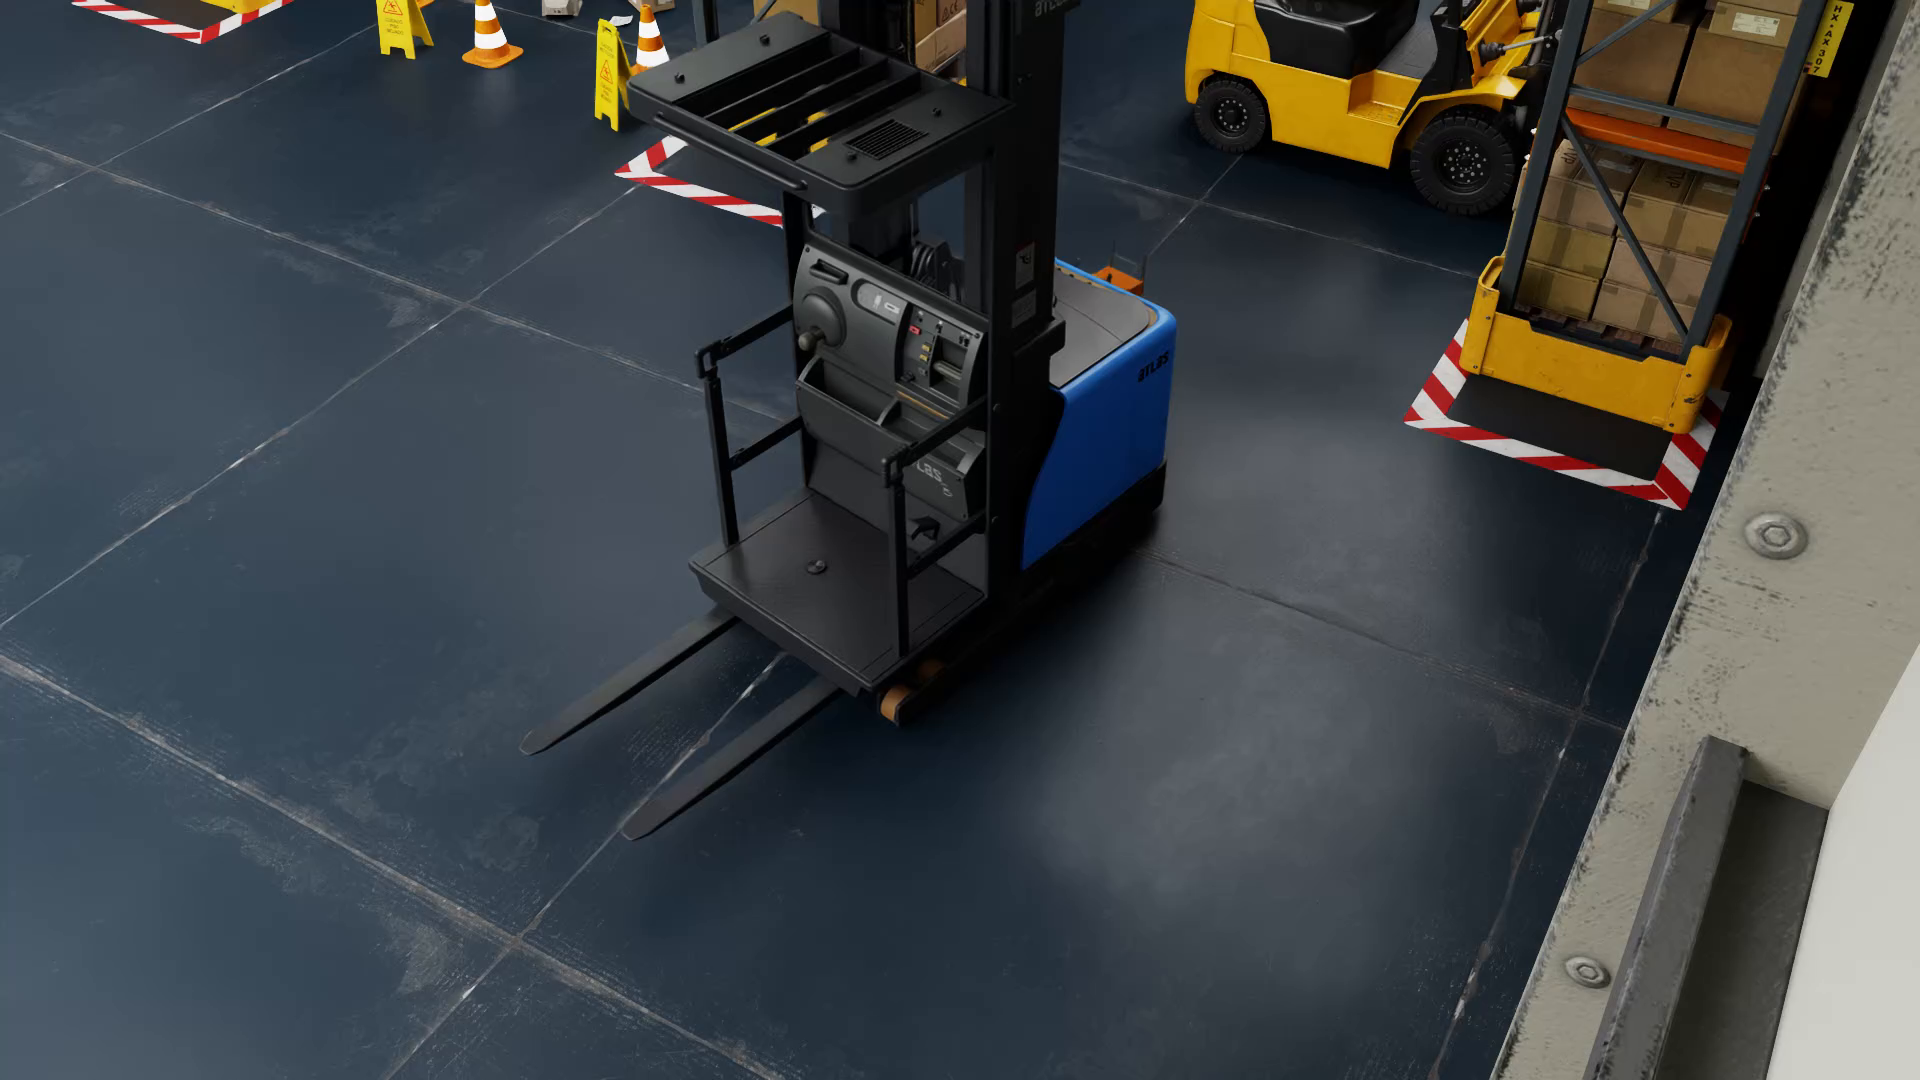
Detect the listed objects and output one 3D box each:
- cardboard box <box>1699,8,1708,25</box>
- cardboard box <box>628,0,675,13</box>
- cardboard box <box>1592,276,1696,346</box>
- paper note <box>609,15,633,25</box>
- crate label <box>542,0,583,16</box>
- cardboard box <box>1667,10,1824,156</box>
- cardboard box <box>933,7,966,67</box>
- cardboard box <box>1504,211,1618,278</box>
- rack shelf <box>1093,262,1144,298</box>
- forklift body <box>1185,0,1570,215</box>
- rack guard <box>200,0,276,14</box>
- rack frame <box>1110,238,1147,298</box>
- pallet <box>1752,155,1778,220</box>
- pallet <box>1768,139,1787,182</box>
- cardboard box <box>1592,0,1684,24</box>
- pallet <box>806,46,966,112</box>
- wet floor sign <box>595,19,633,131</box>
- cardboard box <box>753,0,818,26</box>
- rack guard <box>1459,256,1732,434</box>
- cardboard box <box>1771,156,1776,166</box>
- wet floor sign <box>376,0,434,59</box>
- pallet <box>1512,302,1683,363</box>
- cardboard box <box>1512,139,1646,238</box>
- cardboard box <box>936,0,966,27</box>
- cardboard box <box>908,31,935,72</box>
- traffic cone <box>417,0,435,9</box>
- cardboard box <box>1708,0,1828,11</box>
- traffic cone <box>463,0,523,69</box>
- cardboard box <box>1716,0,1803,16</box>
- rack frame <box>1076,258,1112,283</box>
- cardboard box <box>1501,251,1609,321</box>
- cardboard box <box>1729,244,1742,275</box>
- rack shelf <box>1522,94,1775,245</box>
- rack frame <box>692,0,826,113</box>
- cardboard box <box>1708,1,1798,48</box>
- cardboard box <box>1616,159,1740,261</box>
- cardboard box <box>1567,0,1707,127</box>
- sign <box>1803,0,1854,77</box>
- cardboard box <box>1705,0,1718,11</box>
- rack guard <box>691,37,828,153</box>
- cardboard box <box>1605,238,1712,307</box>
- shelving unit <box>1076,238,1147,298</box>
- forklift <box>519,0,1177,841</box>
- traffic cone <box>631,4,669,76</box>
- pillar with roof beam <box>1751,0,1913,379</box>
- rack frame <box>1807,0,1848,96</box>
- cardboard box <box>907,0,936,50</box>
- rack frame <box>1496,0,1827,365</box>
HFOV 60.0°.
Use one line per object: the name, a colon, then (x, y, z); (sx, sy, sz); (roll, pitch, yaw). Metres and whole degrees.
cardboard box: (3.446, -2.633, 8.210); (0.500, 0.500, 0.500); (22, 46, 23)
cardboard box: (-2.234, -3.921, 11.905); (0.250, 0.149, 0.380); (-21, 45, -22)
cardboard box: (3.574, -1.275, 8.507); (0.500, 0.250, 0.500); (21, 46, 22)
paper note: (-2.391, -3.658, 11.696); (0.148, 0.019, 0.142); (7, 42, 8)
crate label: (-2.833, -3.814, 11.793); (0.250, 0.136, 0.298); (0, 41, 0)
cardboard box: (3.648, -2.163, 7.676); (0.500, 0.500, 0.500); (22, 46, 23)
cardboard box: (-0.235, -3.358, 10.872); (0.500, 0.250, 0.500); (23, 46, 24)
cardboard box: (3.132, -1.629, 8.530); (0.500, 0.250, 0.500); (20, 45, 22)
rack shelf: (0.672, -1.072, 7.571); (0.215, 0.259, 0.240); (32, 49, 31)
forklift body: (2.529, -3.303, 9.689); (2.313, 2.155, 1.214); (21, 45, 22)
rack guard: (-5.488, -4.200, 11.957); (1.175, 0.500, 0.348); (21, 45, 22)
rack frame: (0.751, -0.920, 7.815); (0.200, 1.050, 0.008); (32, 49, 31)
pallet: (4.117, -2.034, 9.715); (1.003, 0.211, 1.213); (21, 45, 22)
pallet: (4.727, -2.735, 10.511); (1.003, 0.211, 1.213); (21, 45, 22)
cardboard box: (3.090, -2.505, 7.574); (0.380, 0.149, 0.250); (22, 46, 23)
pallet: (-0.665, -3.023, 10.839); (1.003, 0.211, 1.213); (21, 45, 22)
wet floor sign: (-2.162, -2.934, 10.410); (0.232, 0.644, 0.267); (-29, 49, -29)
cardboard box: (-0.965, -3.525, 10.494); (0.500, 0.500, 0.500); (21, 46, 22)
rack guard: (3.147, -0.982, 8.302); (1.175, 0.500, 0.348); (21, 45, 22)
cardboard box: (4.589, -2.426, 9.814); (0.500, 0.250, 0.500); (21, 46, 22)
wet floor sign: (-3.777, -3.597, 11.162); (0.267, 0.644, 0.232); (14, 43, 15)
pallet: (3.506, -1.338, 8.926); (1.003, 0.211, 1.213); (21, 45, 22)
cardboard box: (3.120, -1.801, 8.347); (0.500, 0.250, 0.500); (22, 46, 23)
cardboard box: (-0.228, -3.665, 10.652); (0.500, 0.500, 0.500); (19, 45, 21)
cardboard box: (-0.497, -3.069, 10.543); (0.500, 0.250, 0.500); (21, 45, 22)
traffic cone: (-3.981, -4.034, 11.797); (0.336, 0.463, 0.334); (21, 45, 22)
cardboard box: (3.889, -2.468, 8.023); (0.500, 0.500, 0.500); (22, 46, 23)
traffic cone: (-3.173, -3.466, 11.151); (0.336, 0.463, 0.334); (21, 45, 22)
cardboard box: (3.512, -2.448, 7.284); (0.380, 0.149, 0.250); (20, 45, 21)
rack frame: (0.583, -0.808, 7.679); (0.200, 1.050, 0.008); (32, 49, 31)
cardboard box: (3.121, -1.432, 8.685); (0.500, 0.250, 0.500); (21, 46, 22)
cardboard box: (3.850, -1.555, 8.825); (0.500, 0.250, 0.500); (21, 46, 22)
rack shelf: (4.160, -2.808, 9.029); (1.077, 0.370, 4.000); (21, 45, 22)
rack frame: (-1.140, -3.573, 9.353); (1.000, 3.000, 0.127); (21, 45, 22)
cardboard box: (3.553, -2.323, 7.367); (0.380, 0.149, 0.250); (20, 45, 21)
cardboard box: (3.564, -1.647, 8.172); (0.500, 0.250, 0.500); (20, 45, 21)
cardboard box: (3.178, -2.339, 7.877); (0.500, 0.500, 0.500); (20, 45, 21)
sign: (3.637, -2.101, 6.967); (0.100, 0.325, 0.005); (21, 45, 22)
cardboard box: (3.622, -2.485, 7.551); (0.380, 0.149, 0.250); (21, 45, 22)
rack guard: (-1.102, -2.678, 10.229); (1.175, 0.500, 0.348); (21, 45, 22)
cardboard box: (3.574, -1.447, 8.324); (0.500, 0.250, 0.500); (22, 46, 23)
shelving unit: (0.667, -0.864, 7.747); (0.215, 1.050, 0.252); (32, 49, 31)
forklift: (-0.422, -0.738, 6.186); (1.130, 2.935, 3.031); (31, 50, 30)
traffic cone: (-2.042, -3.293, 10.955); (0.336, 0.463, 0.334); (21, 45, 22)
pillar with roof beam: (0.561, -5.709, 7.239); (9.100, 9.000, 0.400); (21, 45, 22)
rack frame: (5.161, -4.222, 10.090); (1.000, 3.000, 0.127); (21, 45, 22)
cardboard box: (-0.486, -3.364, 10.311); (0.500, 0.500, 0.500); (19, 45, 21)
rack frame: (3.159, -1.933, 7.491); (1.000, 3.000, 0.127); (21, 45, 22)
